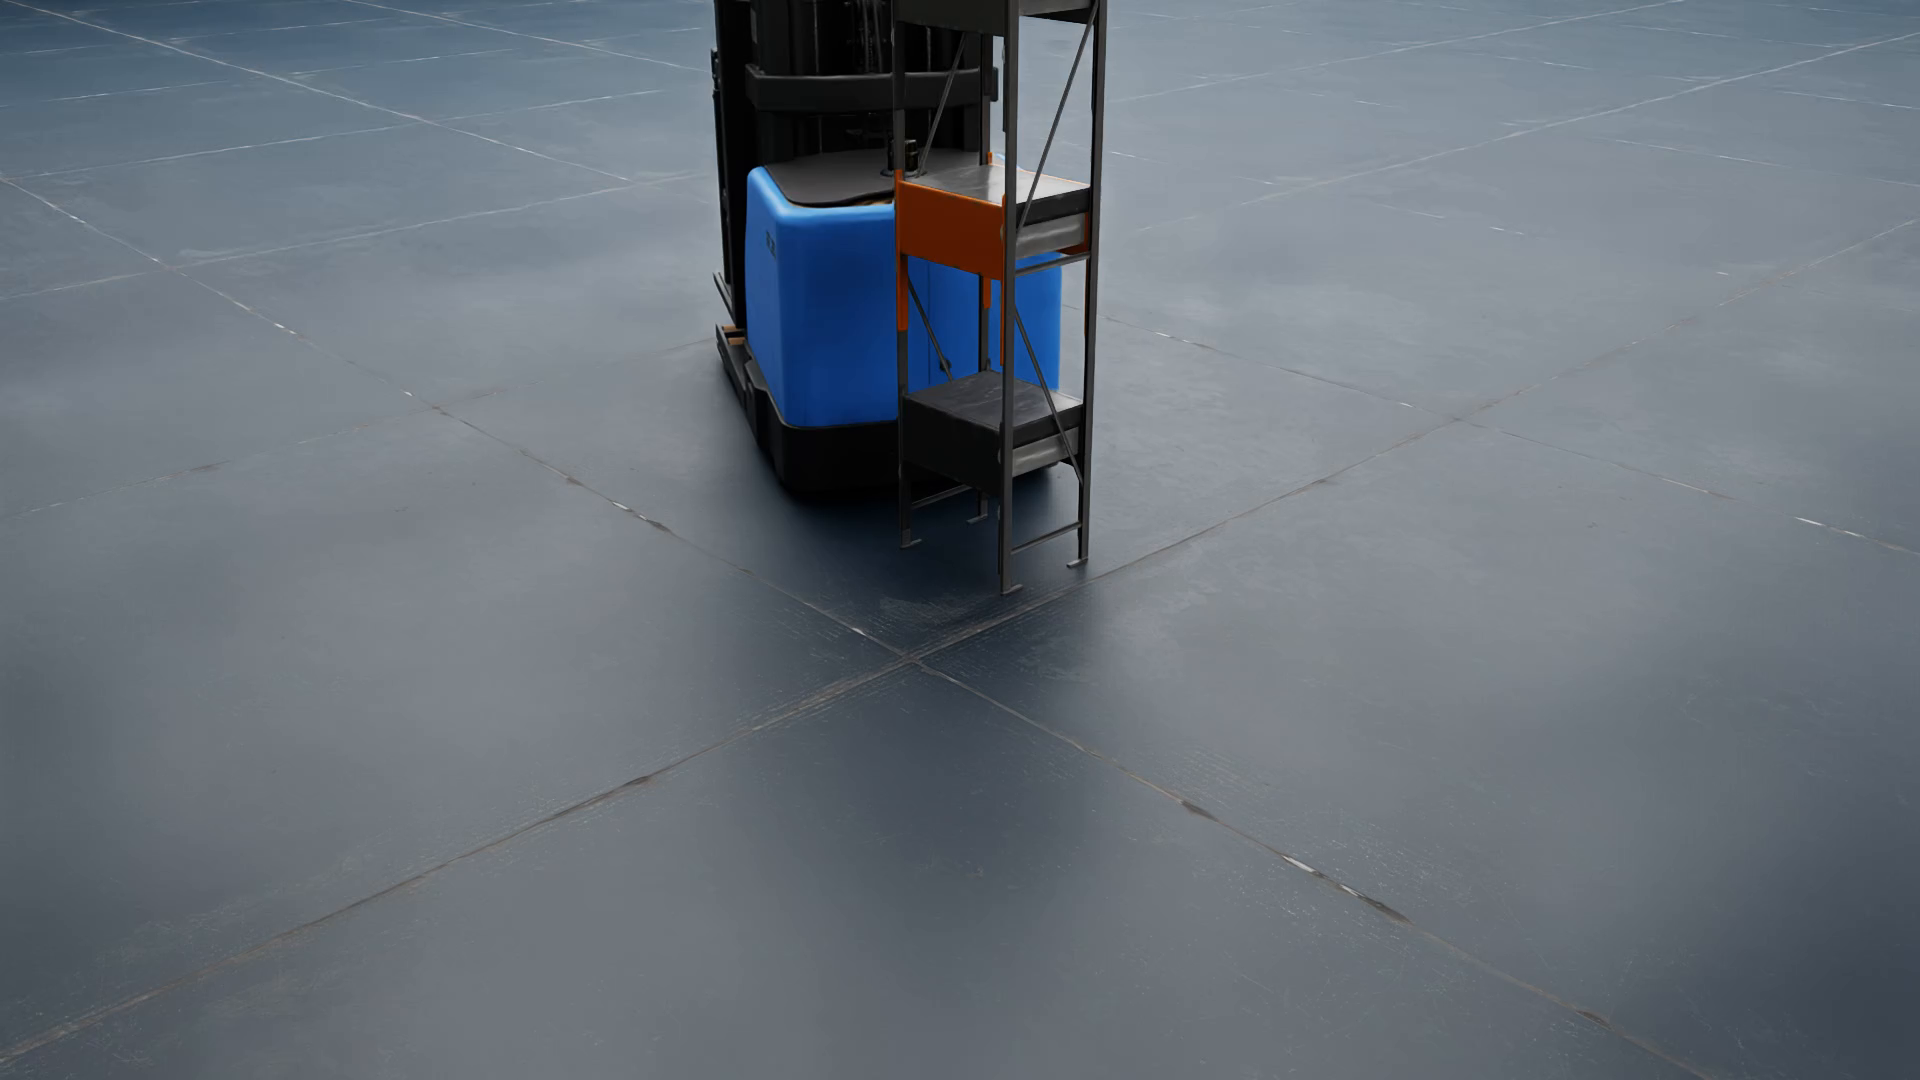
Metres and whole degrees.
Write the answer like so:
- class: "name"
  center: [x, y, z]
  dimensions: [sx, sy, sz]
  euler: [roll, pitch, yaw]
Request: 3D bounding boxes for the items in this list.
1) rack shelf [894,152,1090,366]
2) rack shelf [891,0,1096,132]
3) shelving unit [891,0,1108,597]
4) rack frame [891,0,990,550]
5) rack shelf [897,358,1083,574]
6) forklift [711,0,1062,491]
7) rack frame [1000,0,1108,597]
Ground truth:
- class: "rack shelf"
  center: [0.113, -0.893, 5.210]
  dimensions: [0.431, 0.518, 0.480]
  euler: [-21, 32, -38]
- class: "rack shelf"
  center: [0.113, -1.530, 4.919]
  dimensions: [0.431, 0.518, 0.480]
  euler: [-21, 32, -38]
- class: "shelving unit"
  center: [0.113, -0.905, 5.204]
  dimensions: [0.431, 2.100, 0.503]
  euler: [-21, 32, -38]
- class: "rack frame"
  center: [-0.054, -0.979, 5.366]
  dimensions: [0.400, 2.100, 0.015]
  euler: [-21, 32, -38]
- class: "rack shelf"
  center: [0.113, -0.256, 5.500]
  dimensions: [0.431, 0.518, 0.480]
  euler: [-21, 32, -38]
- class: "forklift"
  center: [-0.480, -2.095, 6.812]
  dimensions: [1.130, 2.935, 3.031]
  euler: [-6, 25, -13]
- class: "rack frame"
  center: [0.280, -0.831, 5.042]
  dimensions: [0.400, 2.100, 0.015]
  euler: [-21, 32, -38]
